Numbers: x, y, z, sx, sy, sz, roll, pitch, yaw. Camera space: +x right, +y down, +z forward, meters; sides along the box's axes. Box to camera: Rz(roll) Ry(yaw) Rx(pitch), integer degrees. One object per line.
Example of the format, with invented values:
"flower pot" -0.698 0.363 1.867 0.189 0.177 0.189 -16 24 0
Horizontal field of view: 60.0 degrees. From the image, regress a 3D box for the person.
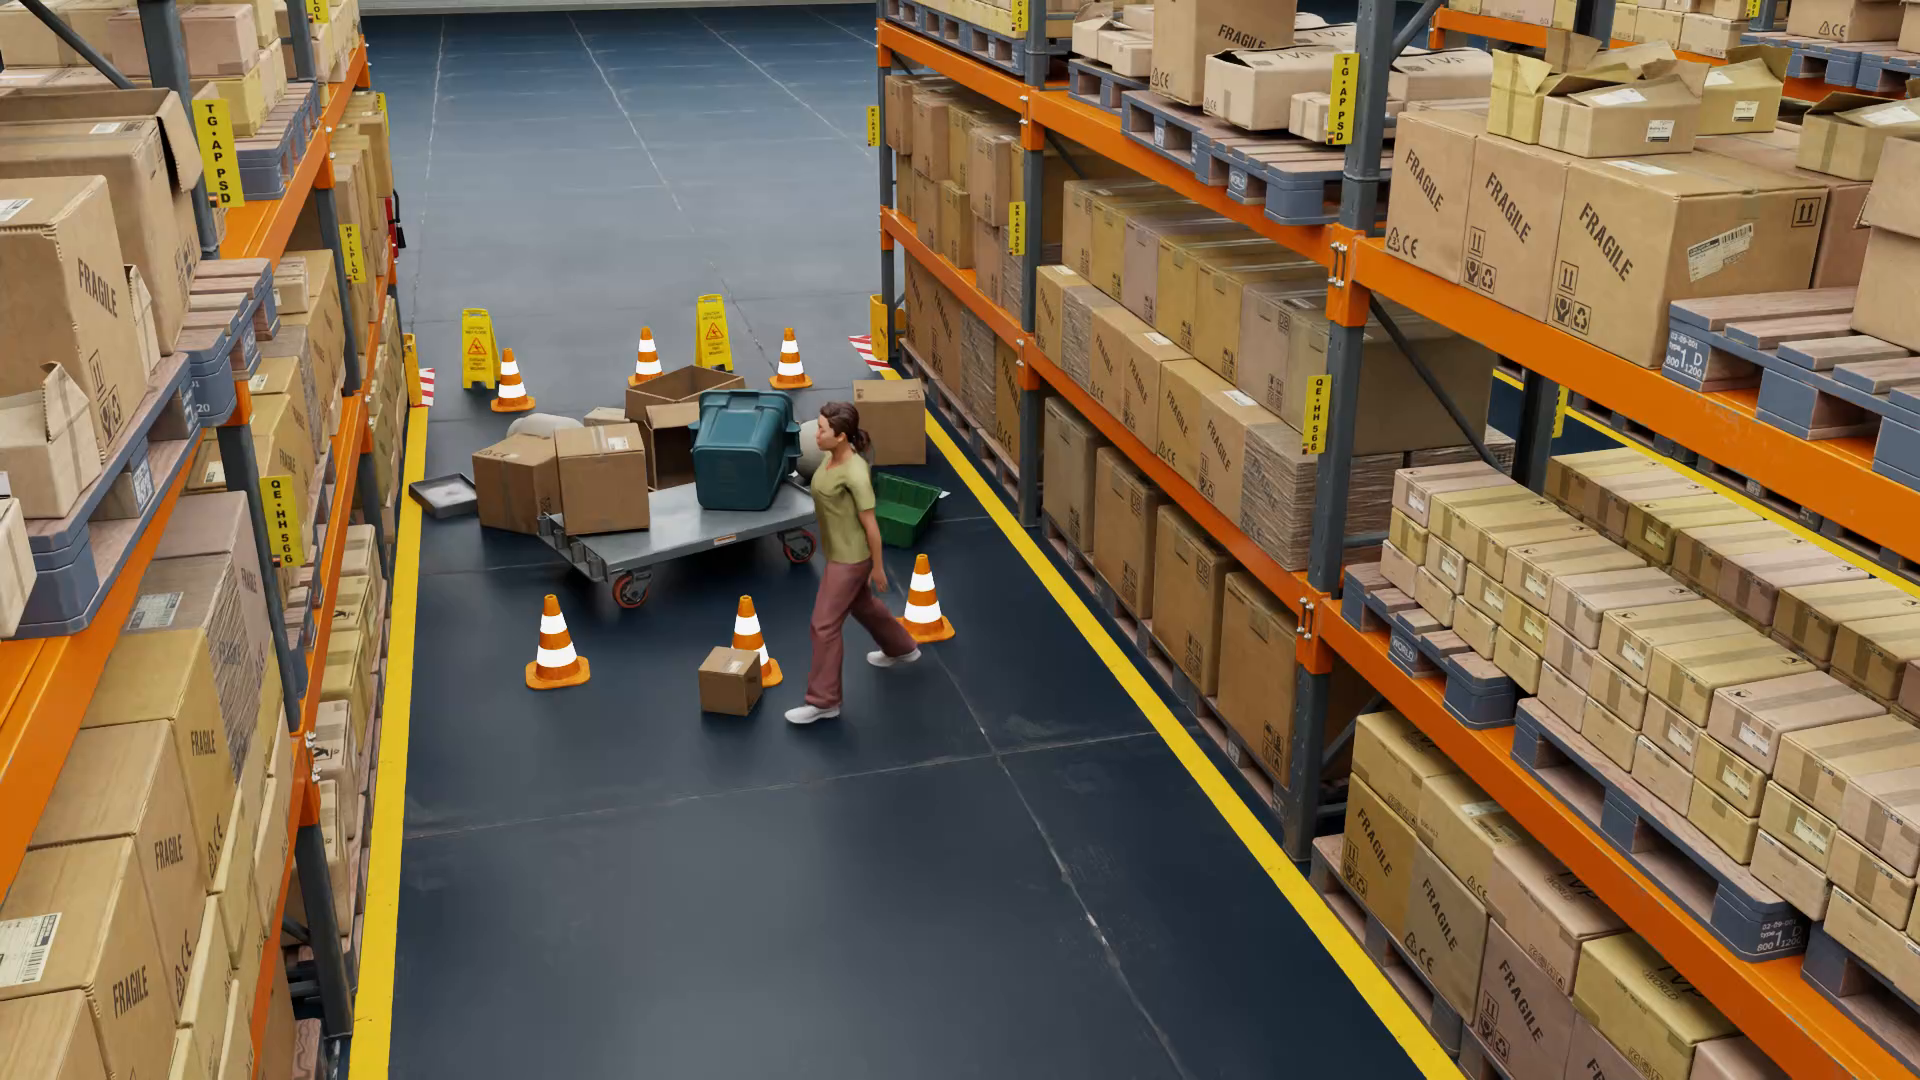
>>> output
"person" -0.570 0.056 8.489 0.850 1.637 0.573 -8 24 -19
